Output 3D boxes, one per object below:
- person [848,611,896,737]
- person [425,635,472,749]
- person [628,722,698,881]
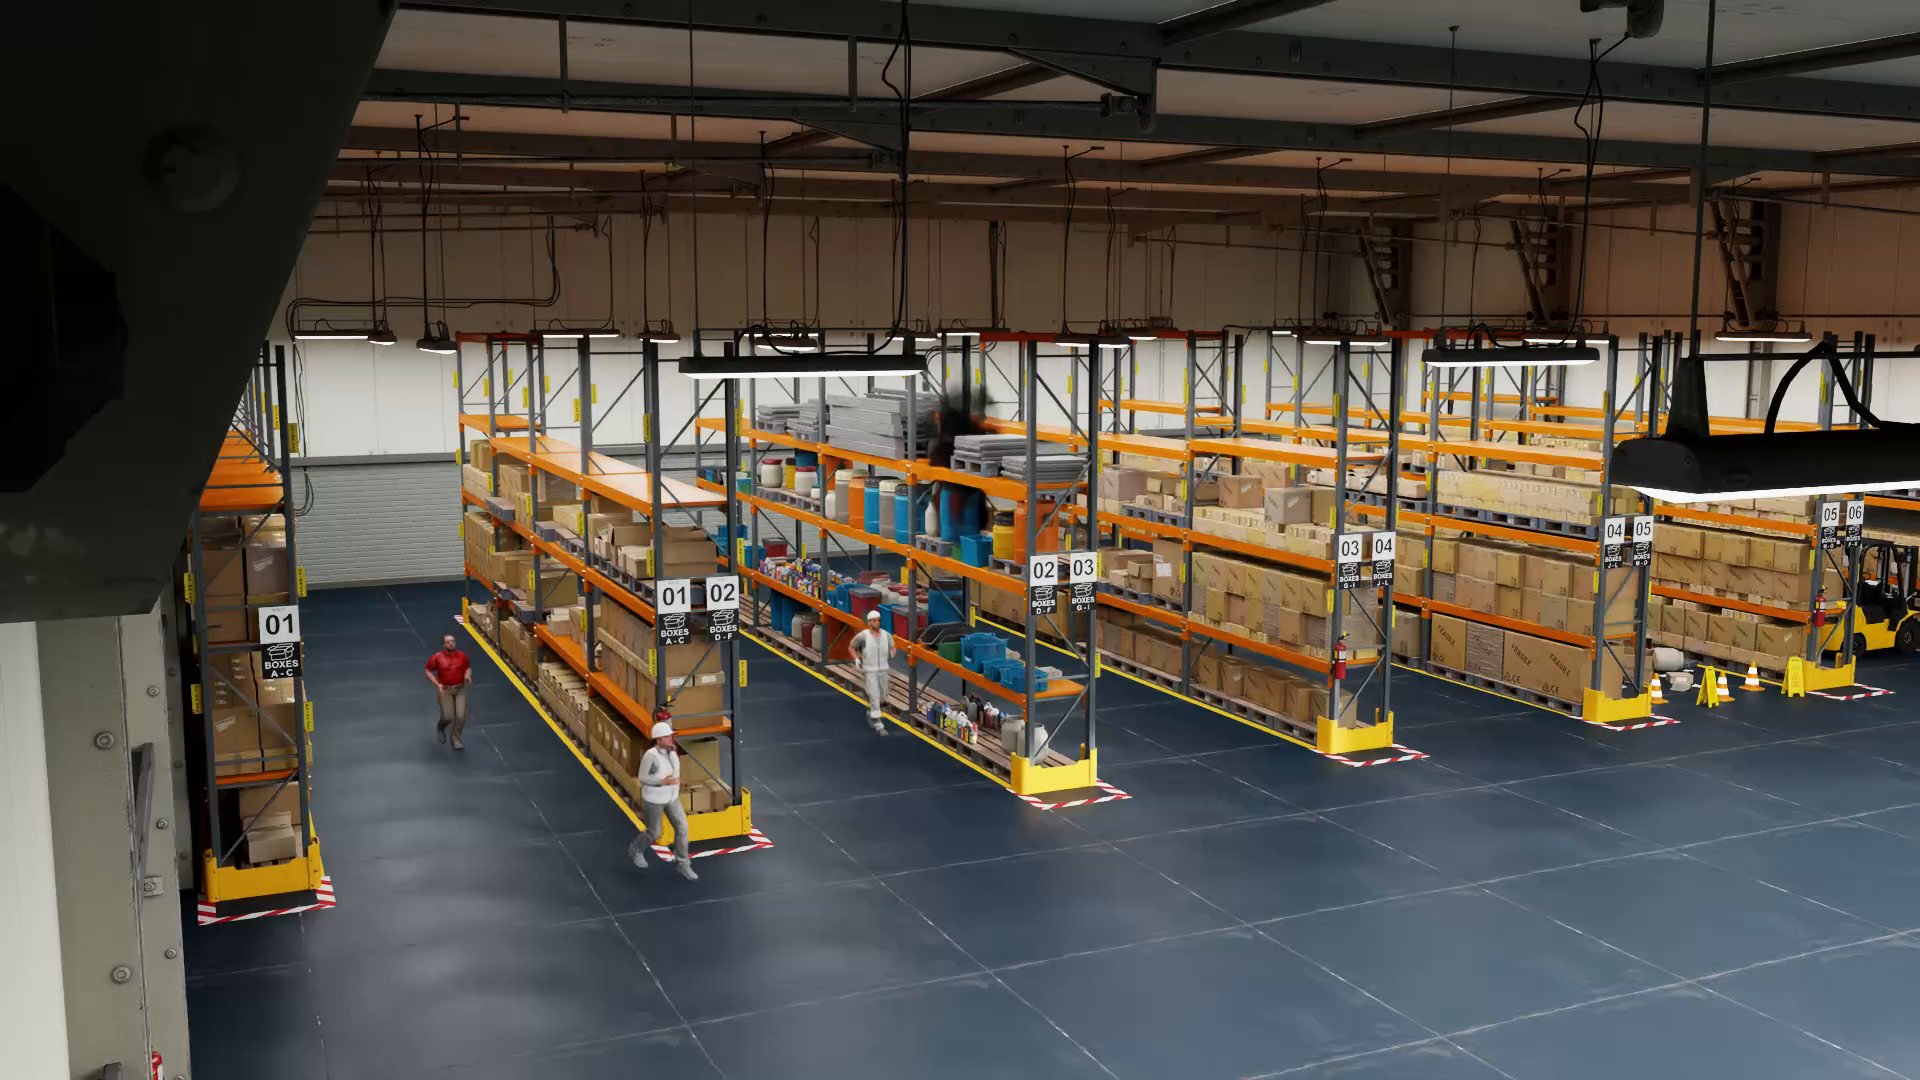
[{"bbox_3d":[-1.218,1.918,24.076,0.667,1.797,0.893,-4,9,-28],"label":"person"},{"bbox_3d":[-7.442,2.224,24.360,0.658,1.674,0.618,-6,9,-35],"label":"person"},{"bbox_3d":[-3.392,2.934,18.817,0.931,1.793,0.687,5,9,32],"label":"person"}]
